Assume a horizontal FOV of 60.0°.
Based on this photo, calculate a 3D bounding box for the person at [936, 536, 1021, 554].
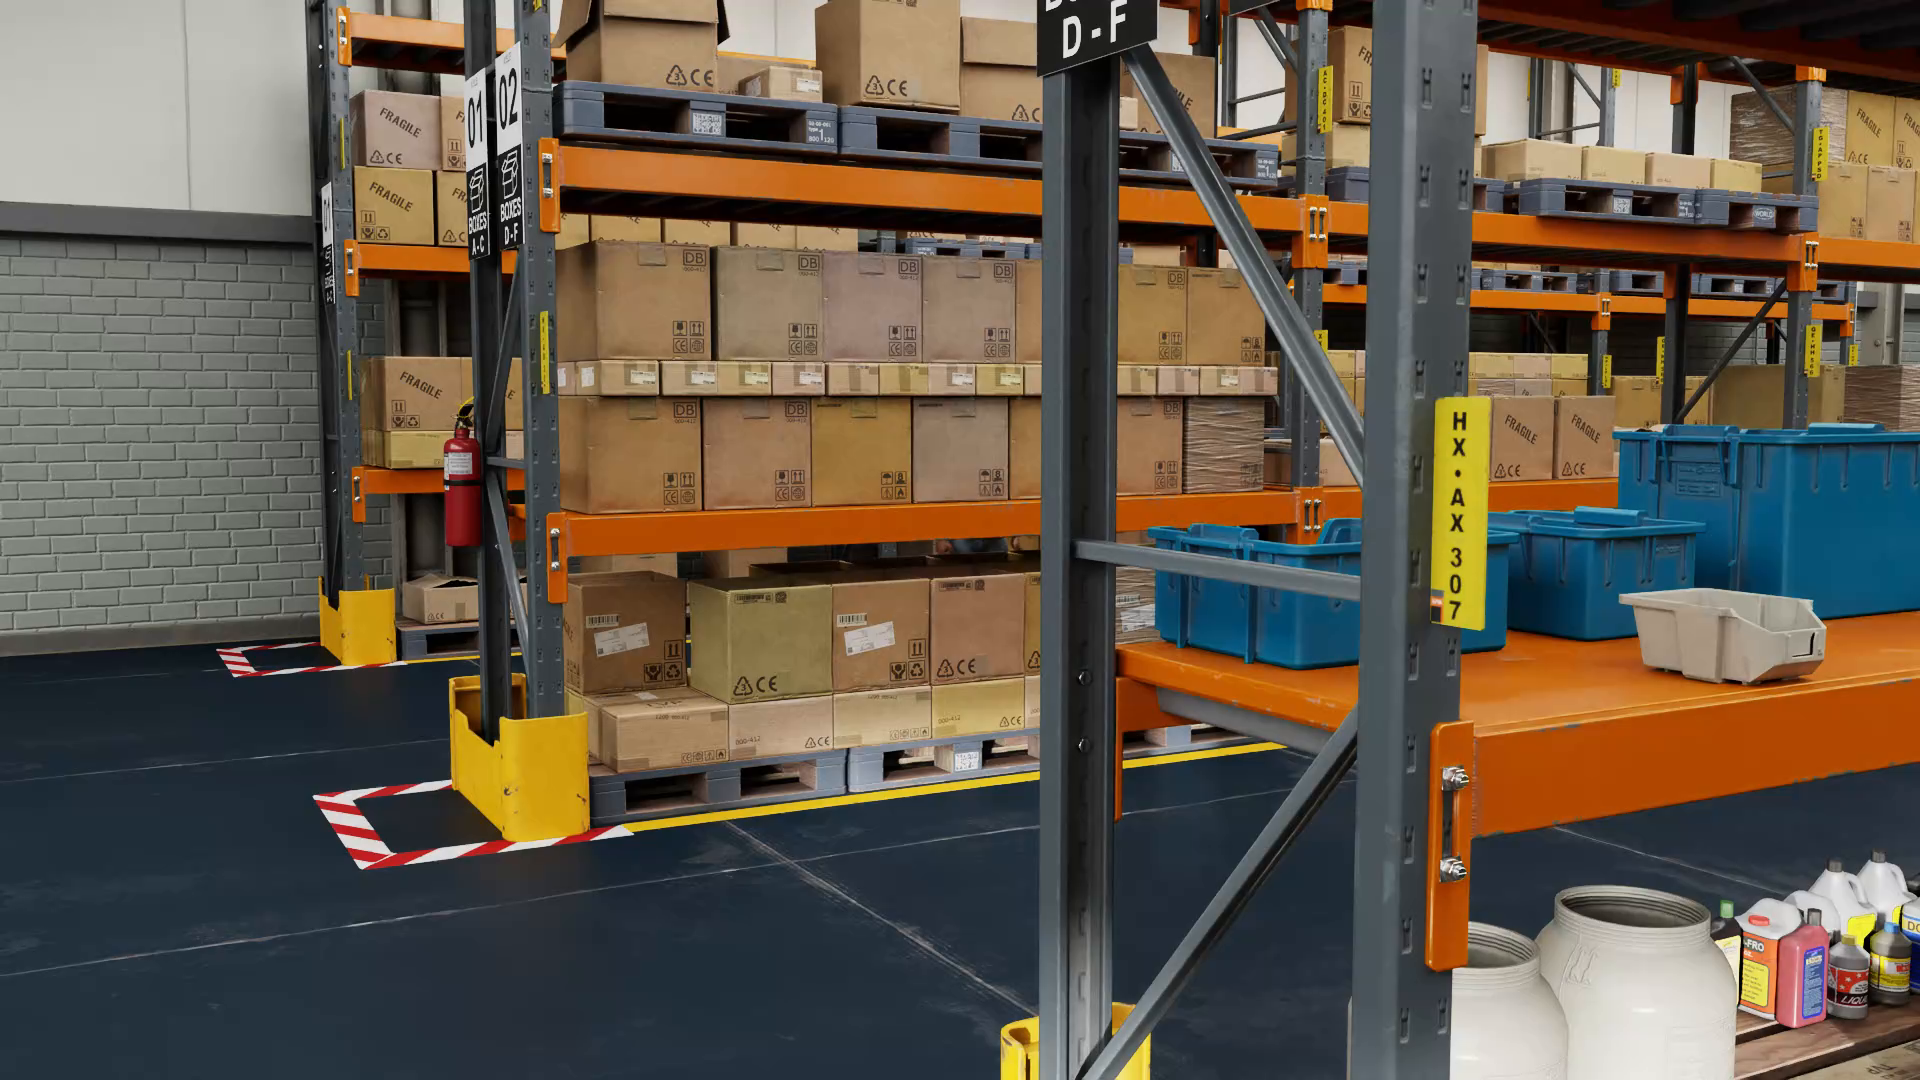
[{"bbox_3d":[0.119,-0.001,10.665,0.626,1.760,0.461,-3,6,-29],"label":"person"}]
